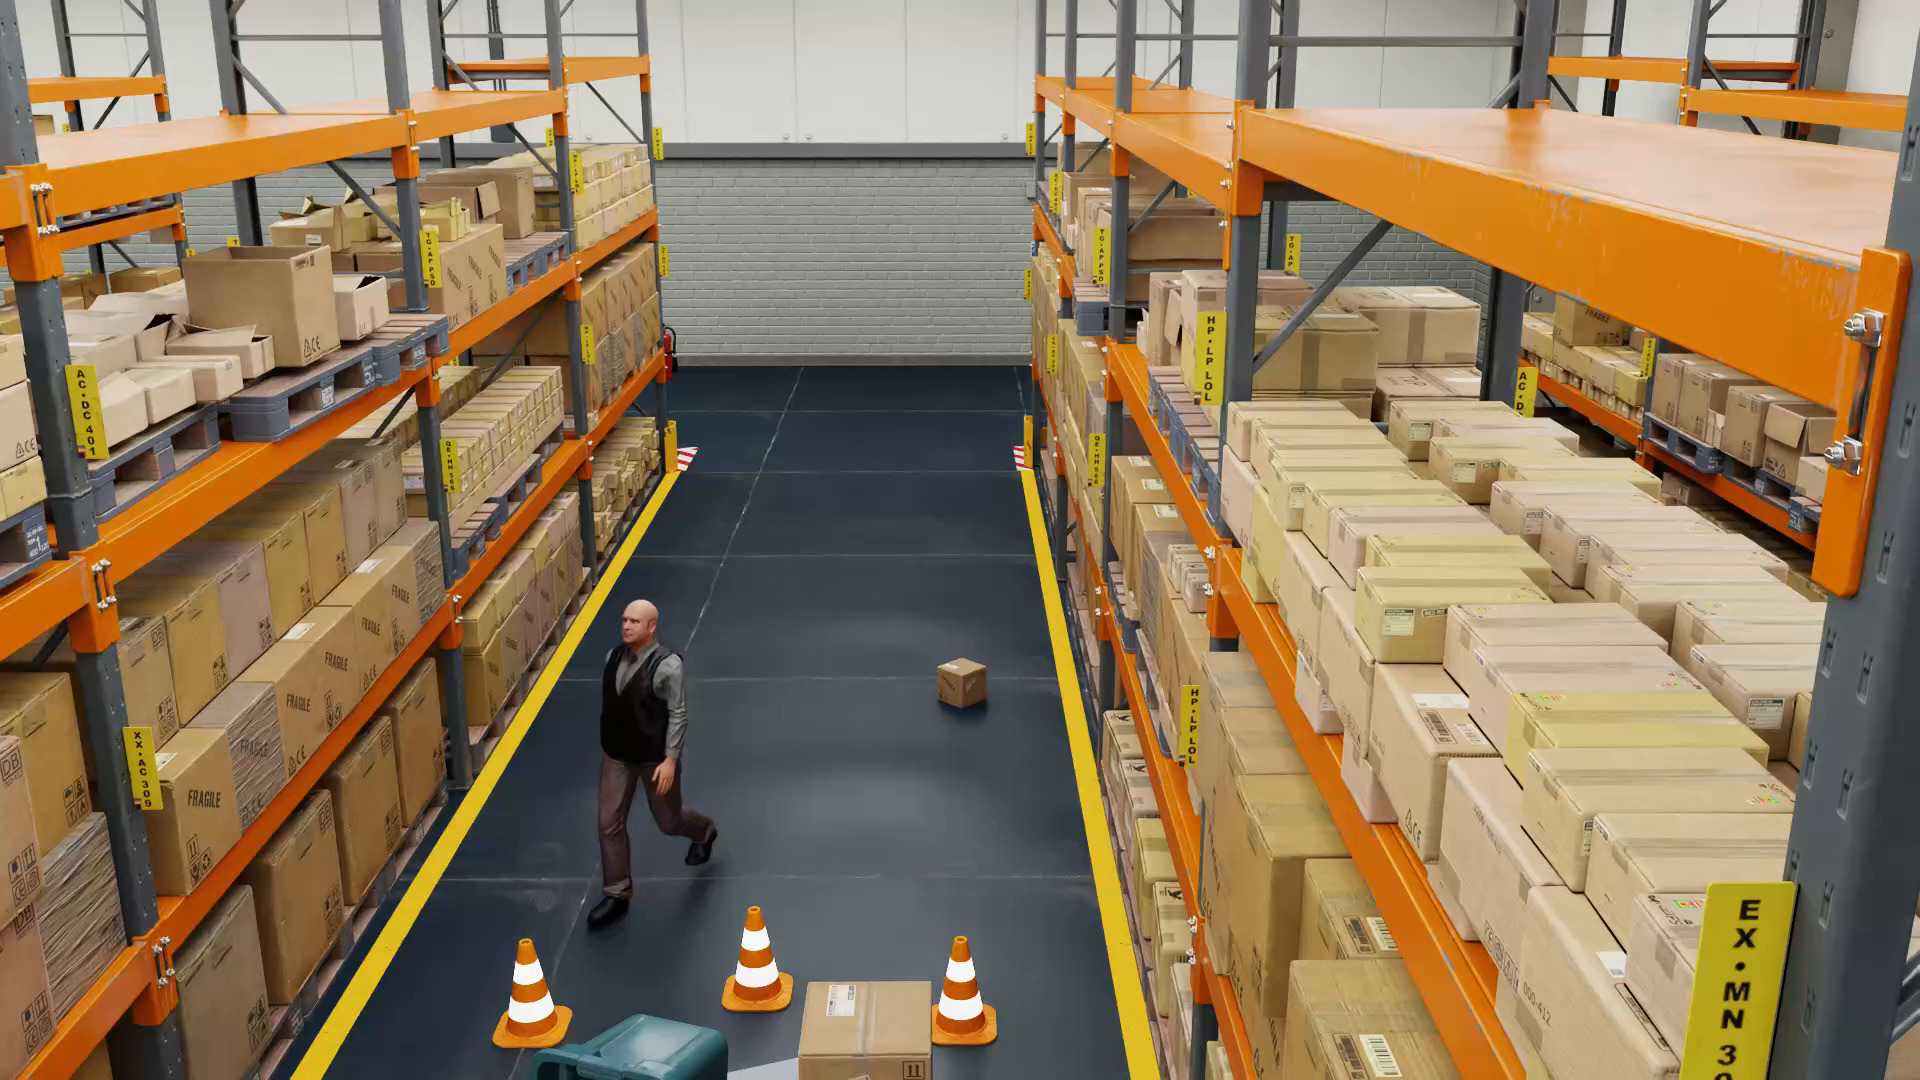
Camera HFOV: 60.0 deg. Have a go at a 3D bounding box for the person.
[{"bbox_3d":[-1.667,1.133,8.879,0.541,1.680,0.937,8,19,25],"label":"person"}]
